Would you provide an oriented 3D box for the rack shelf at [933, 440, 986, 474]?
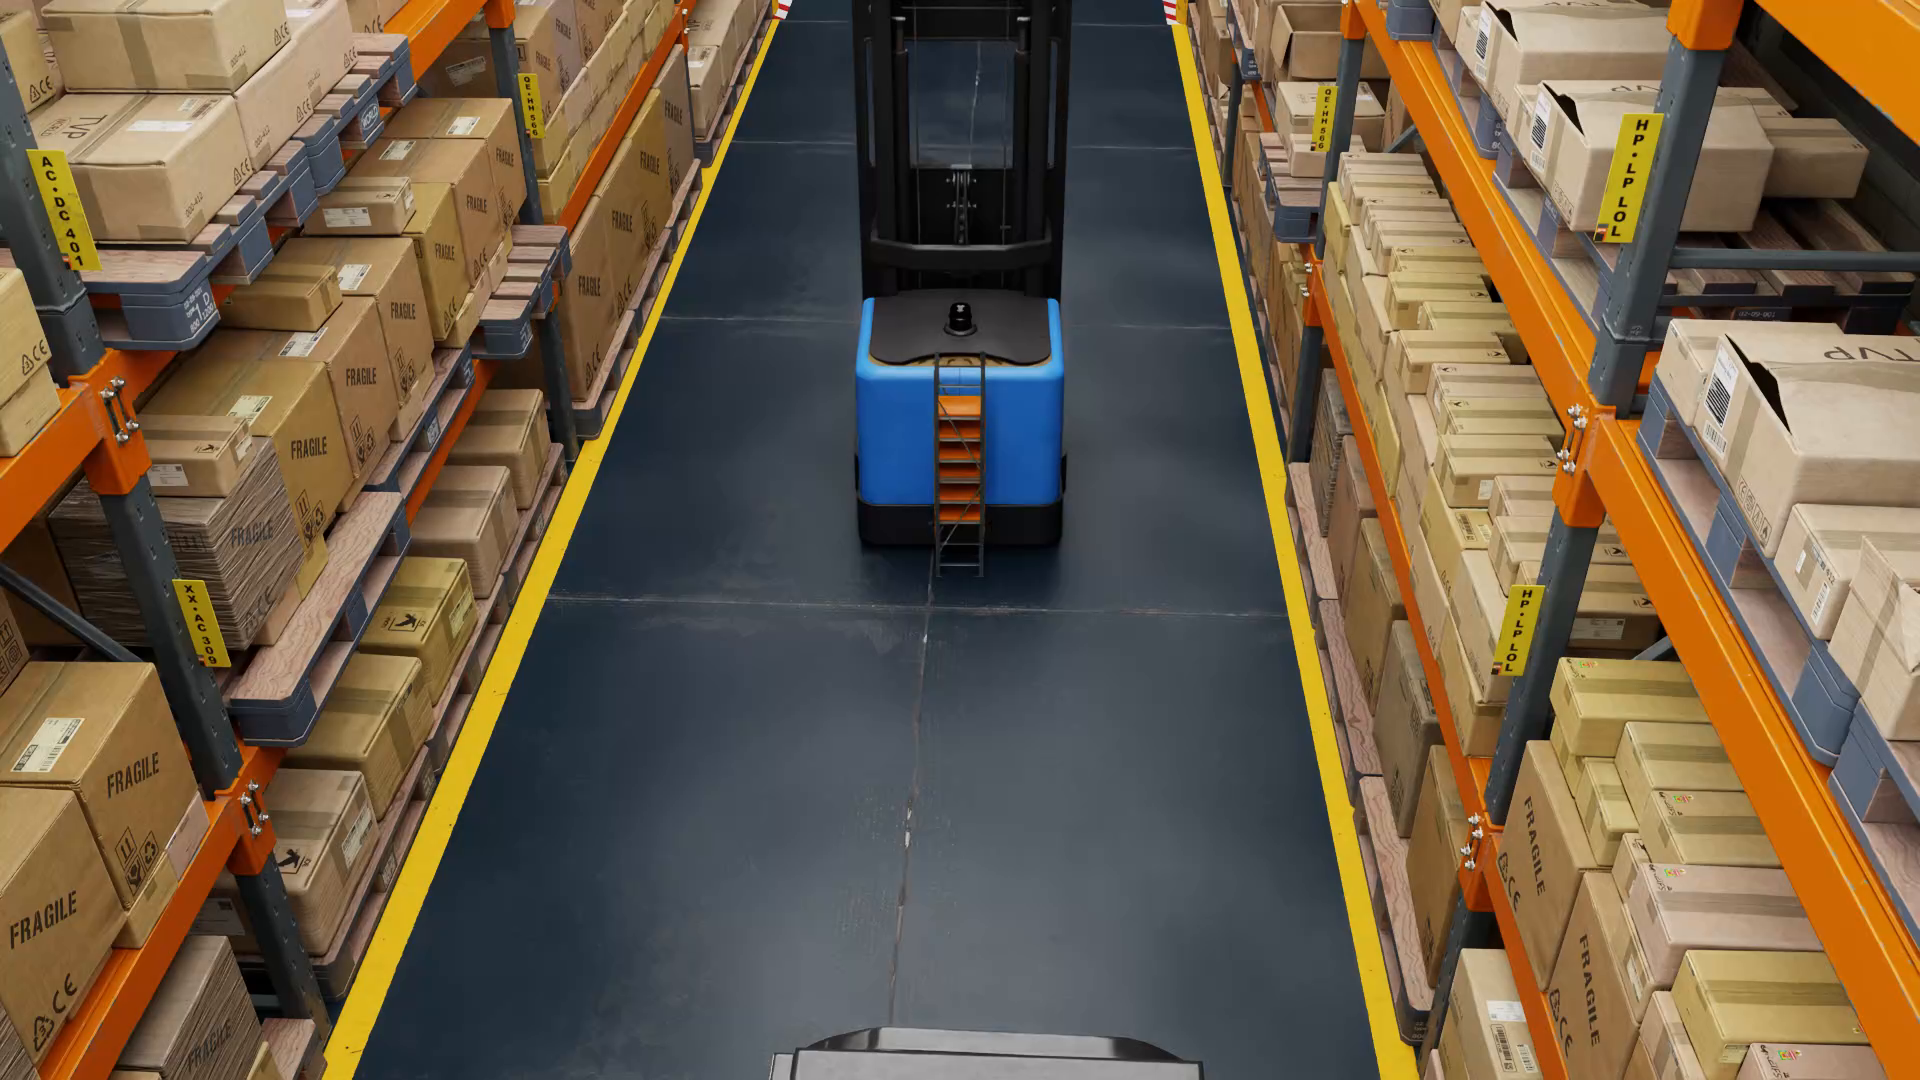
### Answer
[{"bbox_3d":[-0.001,-0.414,8.109,0.258,0.103,0.180,0,35,0],"label":"rack shelf"}]

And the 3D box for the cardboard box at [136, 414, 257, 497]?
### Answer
[{"bbox_3d":[-2.441,-0.264,5.188,0.380,0.149,0.250,1,35,2],"label":"cardboard box"}]

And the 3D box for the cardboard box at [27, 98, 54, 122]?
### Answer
[{"bbox_3d":[-2.935,-1.079,4.778,0.500,0.250,0.500,1,35,1],"label":"cardboard box"}]

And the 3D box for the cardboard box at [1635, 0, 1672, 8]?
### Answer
[{"bbox_3d":[2.457,-1.983,6.050,0.380,0.166,0.250,1,35,2],"label":"cardboard box"}]

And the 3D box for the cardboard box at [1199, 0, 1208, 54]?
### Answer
[{"bbox_3d":[2.436,-4.494,14.290,0.700,0.500,0.500,3,35,4],"label":"cardboard box"}]

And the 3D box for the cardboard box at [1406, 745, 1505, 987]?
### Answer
[{"bbox_3d":[2.156,1.210,6.065,0.875,0.625,0.625,3,35,4],"label":"cardboard box"}]

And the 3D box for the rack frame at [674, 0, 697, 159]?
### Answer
[{"bbox_3d":[-2.492,-3.998,11.776,1.000,3.000,0.127,1,35,2],"label":"rack frame"}]

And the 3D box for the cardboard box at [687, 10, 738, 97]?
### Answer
[{"bbox_3d":[-2.324,-3.995,13.634,0.875,0.438,0.875,0,35,0],"label":"cardboard box"}]

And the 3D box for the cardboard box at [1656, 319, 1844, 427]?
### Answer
[{"bbox_3d":[1.825,-0.376,3.780,0.380,0.149,0.250,2,35,3],"label":"cardboard box"}]

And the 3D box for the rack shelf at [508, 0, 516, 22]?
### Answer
[{"bbox_3d":[-2.572,-3.782,9.486,1.077,0.370,4.000,1,35,2],"label":"rack shelf"}]

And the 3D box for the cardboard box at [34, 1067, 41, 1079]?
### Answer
[{"bbox_3d":[-2.559,1.476,4.205,0.380,0.149,0.250,1,35,1],"label":"cardboard box"}]

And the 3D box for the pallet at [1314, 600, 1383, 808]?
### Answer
[{"bbox_3d":[2.183,0.724,7.482,1.003,0.211,1.213,1,35,2],"label":"pallet"}]

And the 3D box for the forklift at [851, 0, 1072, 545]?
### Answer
[{"bbox_3d":[0.011,-1.988,8.976,1.130,2.935,3.031,0,35,0],"label":"forklift"}]

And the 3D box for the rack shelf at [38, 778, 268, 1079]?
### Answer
[{"bbox_3d":[-2.894,2.041,3.808,1.077,0.370,4.000,1,35,2],"label":"rack shelf"}]

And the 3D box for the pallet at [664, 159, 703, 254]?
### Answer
[{"bbox_3d":[-2.448,-2.413,11.945,1.003,0.211,1.213,1,35,2],"label":"pallet"}]

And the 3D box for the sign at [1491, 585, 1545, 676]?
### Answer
[{"bbox_3d":[1.604,0.262,4.776,0.100,0.325,0.005,1,35,2],"label":"sign"}]

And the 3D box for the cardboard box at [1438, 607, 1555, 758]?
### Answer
[{"bbox_3d":[1.905,0.476,5.540,0.500,0.250,0.500,2,35,3],"label":"cardboard box"}]

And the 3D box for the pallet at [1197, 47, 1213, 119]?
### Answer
[{"bbox_3d":[2.543,-3.842,13.979,1.003,0.211,1.213,1,35,2],"label":"pallet"}]

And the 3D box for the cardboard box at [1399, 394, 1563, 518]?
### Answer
[{"bbox_3d":[1.950,-0.310,6.224,0.500,0.250,0.500,2,35,3],"label":"cardboard box"}]

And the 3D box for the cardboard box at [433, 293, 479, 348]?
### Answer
[{"bbox_3d":[-2.350,-0.971,7.322,0.380,0.149,0.250,2,35,3],"label":"cardboard box"}]

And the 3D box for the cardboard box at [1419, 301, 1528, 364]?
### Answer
[{"bbox_3d":[2.045,-0.824,6.609,0.380,0.149,0.250,1,35,2],"label":"cardboard box"}]

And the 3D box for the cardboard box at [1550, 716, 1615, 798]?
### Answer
[{"bbox_3d":[1.871,0.581,4.609,0.380,0.149,0.250,1,35,1],"label":"cardboard box"}]

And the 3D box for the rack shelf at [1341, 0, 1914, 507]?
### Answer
[{"bbox_3d":[2.227,-1.372,6.056,1.077,0.370,4.000,1,35,2],"label":"rack shelf"}]

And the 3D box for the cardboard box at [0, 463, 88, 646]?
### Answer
[{"bbox_3d":[-3.024,-0.007,5.387,0.500,0.500,0.500,1,35,1],"label":"cardboard box"}]

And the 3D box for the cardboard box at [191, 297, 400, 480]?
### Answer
[{"bbox_3d":[-2.455,-0.571,6.188,0.500,0.500,0.500,1,35,2],"label":"cardboard box"}]

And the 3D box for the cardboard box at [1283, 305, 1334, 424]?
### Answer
[{"bbox_3d":[2.109,-0.985,9.297,0.500,0.500,0.500,2,35,3],"label":"cardboard box"}]

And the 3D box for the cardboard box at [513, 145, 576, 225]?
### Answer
[{"bbox_3d":[-2.382,-1.914,8.941,0.500,0.250,0.500,1,35,1],"label":"cardboard box"}]

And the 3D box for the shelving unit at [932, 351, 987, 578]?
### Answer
[{"bbox_3d":[-0.001,-0.352,8.153,0.258,1.200,0.189,0,35,0],"label":"shelving unit"}]

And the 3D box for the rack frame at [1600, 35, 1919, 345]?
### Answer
[{"bbox_3d":[2.146,-1.744,3.351,1.000,3.000,0.127,1,35,2],"label":"rack frame"}]

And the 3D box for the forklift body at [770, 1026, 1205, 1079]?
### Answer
[{"bbox_3d":[0.239,2.224,3.661,2.313,2.155,1.214,1,35,2],"label":"forklift body"}]

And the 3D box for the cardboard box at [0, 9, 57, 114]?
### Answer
[{"bbox_3d":[-2.917,-1.280,4.631,0.500,0.250,0.500,2,35,3],"label":"cardboard box"}]

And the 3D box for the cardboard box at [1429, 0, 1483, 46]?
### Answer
[{"bbox_3d":[1.994,-2.073,5.889,0.500,0.500,0.500,2,35,3],"label":"cardboard box"}]

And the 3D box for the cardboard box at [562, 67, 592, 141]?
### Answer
[{"bbox_3d":[-2.364,-2.426,9.234,0.500,0.250,0.500,2,35,3],"label":"cardboard box"}]

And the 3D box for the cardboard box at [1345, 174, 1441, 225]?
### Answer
[{"bbox_3d":[1.991,-1.564,7.662,0.380,0.149,0.250,2,35,3],"label":"cardboard box"}]

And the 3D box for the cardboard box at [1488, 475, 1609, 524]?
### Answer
[{"bbox_3d":[1.993,-0.085,5.557,0.380,0.149,0.250,1,35,2],"label":"cardboard box"}]

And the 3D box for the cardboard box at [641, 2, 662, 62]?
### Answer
[{"bbox_3d":[-2.280,-3.381,11.028,0.500,0.250,0.500,1,35,1],"label":"cardboard box"}]

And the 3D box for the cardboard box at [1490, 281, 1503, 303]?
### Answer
[{"bbox_3d":[2.525,-0.885,7.042,0.500,0.250,0.500,1,35,2],"label":"cardboard box"}]

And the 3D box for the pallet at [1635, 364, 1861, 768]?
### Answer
[{"bbox_3d":[2.138,0.010,3.541,1.003,0.211,1.213,1,35,2],"label":"pallet"}]

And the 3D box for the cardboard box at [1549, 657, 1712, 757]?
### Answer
[{"bbox_3d":[1.837,0.459,4.525,0.380,0.149,0.250,2,35,3],"label":"cardboard box"}]

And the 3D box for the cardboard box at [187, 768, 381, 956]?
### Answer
[{"bbox_3d":[-2.795,1.200,6.300,0.950,0.372,0.625,2,35,2],"label":"cardboard box"}]

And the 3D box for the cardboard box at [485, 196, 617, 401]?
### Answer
[{"bbox_3d":[-2.542,-1.398,9.558,0.875,0.875,0.875,1,35,1],"label":"cardboard box"}]

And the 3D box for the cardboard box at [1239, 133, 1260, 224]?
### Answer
[{"bbox_3d":[2.212,-2.456,11.391,0.500,0.500,0.500,1,35,1],"label":"cardboard box"}]

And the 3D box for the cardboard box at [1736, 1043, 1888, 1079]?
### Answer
[{"bbox_3d":[1.865,1.201,3.469,0.380,0.149,0.250,1,35,2],"label":"cardboard box"}]

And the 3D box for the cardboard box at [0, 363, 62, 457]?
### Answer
[{"bbox_3d":[-2.521,-0.338,4.178,0.380,0.149,0.250,1,35,2],"label":"cardboard box"}]

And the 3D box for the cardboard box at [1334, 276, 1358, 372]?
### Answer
[{"bbox_3d":[2.020,-0.988,7.624,0.500,0.250,0.500,1,35,1],"label":"cardboard box"}]

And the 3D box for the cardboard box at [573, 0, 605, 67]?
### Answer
[{"bbox_3d":[-2.342,-3.010,9.414,0.500,0.500,0.500,2,35,3],"label":"cardboard box"}]

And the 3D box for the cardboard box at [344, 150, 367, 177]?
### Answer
[{"bbox_3d":[-2.916,-1.482,7.485,0.500,0.500,0.500,3,35,4],"label":"cardboard box"}]

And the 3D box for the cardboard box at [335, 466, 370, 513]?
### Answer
[{"bbox_3d":[-2.470,-0.236,6.276,0.380,0.149,0.250,2,35,3],"label":"cardboard box"}]

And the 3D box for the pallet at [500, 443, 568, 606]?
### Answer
[{"bbox_3d":[-2.686,-0.111,8.669,1.003,0.211,1.213,1,35,2],"label":"pallet"}]

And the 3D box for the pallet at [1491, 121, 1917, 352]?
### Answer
[{"bbox_3d":[2.169,-0.946,4.990,0.805,0.209,1.217,0,35,0],"label":"pallet"}]

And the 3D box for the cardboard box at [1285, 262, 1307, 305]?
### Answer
[{"bbox_3d":[2.054,-1.449,9.394,0.380,0.149,0.250,0,35,-1],"label":"cardboard box"}]

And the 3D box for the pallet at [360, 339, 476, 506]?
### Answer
[{"bbox_3d":[-2.691,-0.484,6.942,1.003,0.211,1.213,1,35,2],"label":"pallet"}]

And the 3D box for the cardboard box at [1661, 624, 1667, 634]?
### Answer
[{"bbox_3d":[2.375,0.207,5.141,0.380,0.149,0.250,1,35,1],"label":"cardboard box"}]

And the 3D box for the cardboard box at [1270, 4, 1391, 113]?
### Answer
[{"bbox_3d":[2.188,-2.744,9.536,0.797,0.503,0.637,1,35,1],"label":"cardboard box"}]

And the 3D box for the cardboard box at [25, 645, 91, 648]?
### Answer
[{"bbox_3d":[-3.069,0.227,5.618,0.380,0.149,0.250,2,35,3],"label":"cardboard box"}]
